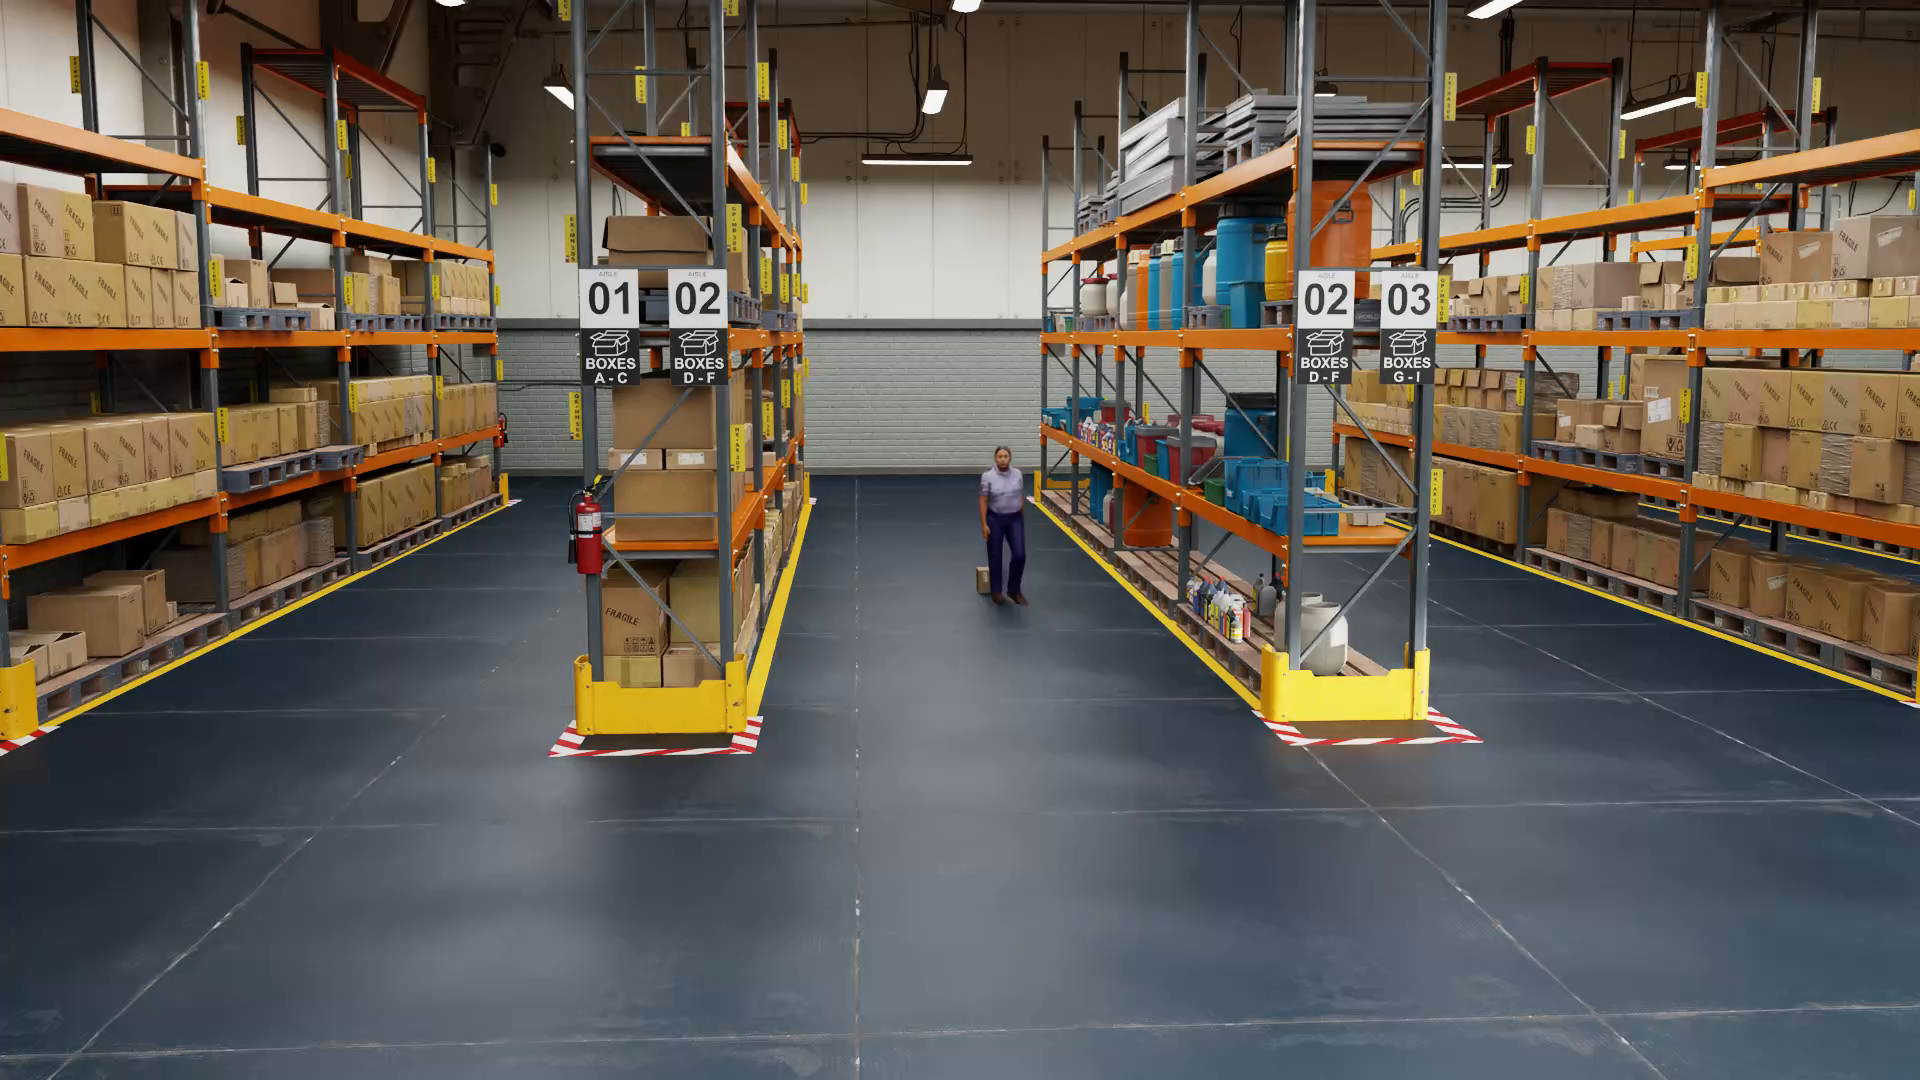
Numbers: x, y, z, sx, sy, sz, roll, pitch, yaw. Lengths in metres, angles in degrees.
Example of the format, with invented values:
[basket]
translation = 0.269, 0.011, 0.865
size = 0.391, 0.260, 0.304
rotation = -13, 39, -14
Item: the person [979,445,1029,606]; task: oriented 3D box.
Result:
[person]
translation = 0.434, -0.145, 17.101
size = 0.512, 1.683, 0.501
rotation = -1, 7, -11
